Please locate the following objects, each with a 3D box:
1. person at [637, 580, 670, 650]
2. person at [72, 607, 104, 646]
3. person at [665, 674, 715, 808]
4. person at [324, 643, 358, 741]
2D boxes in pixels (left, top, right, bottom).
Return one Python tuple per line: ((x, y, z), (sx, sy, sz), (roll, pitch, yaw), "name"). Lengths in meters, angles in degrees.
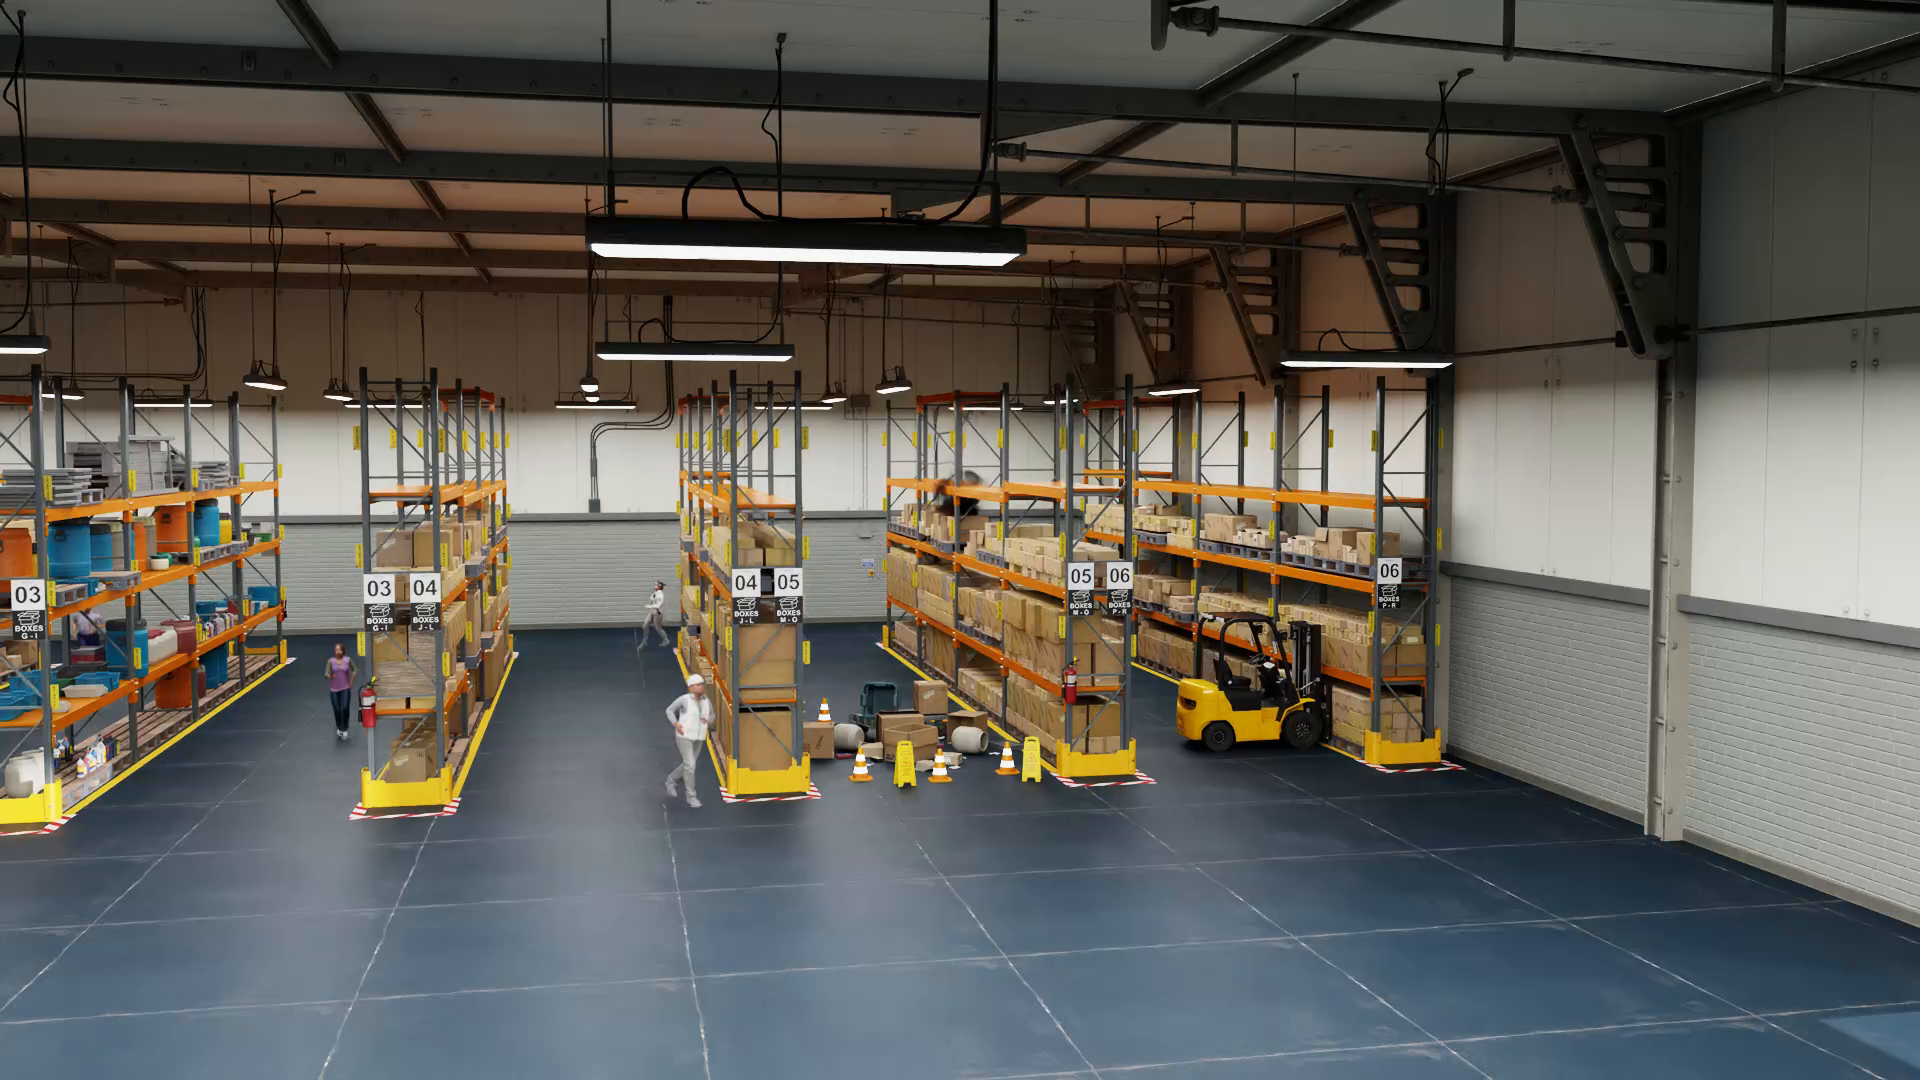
((-7.292, 1.782, 39.852), (0.824, 1.684, 0.604), (-2, 4, -34), "person")
((-18.291, 2.100, 34.891), (0.623, 1.650, 0.848), (-1, 4, -20), "person")
((-3.718, 2.756, 23.115), (0.660, 1.784, 0.886), (-3, 5, -45), "person")
((-10.374, 2.547, 27.853), (0.514, 1.631, 0.653), (-1, 4, -15), "person")
